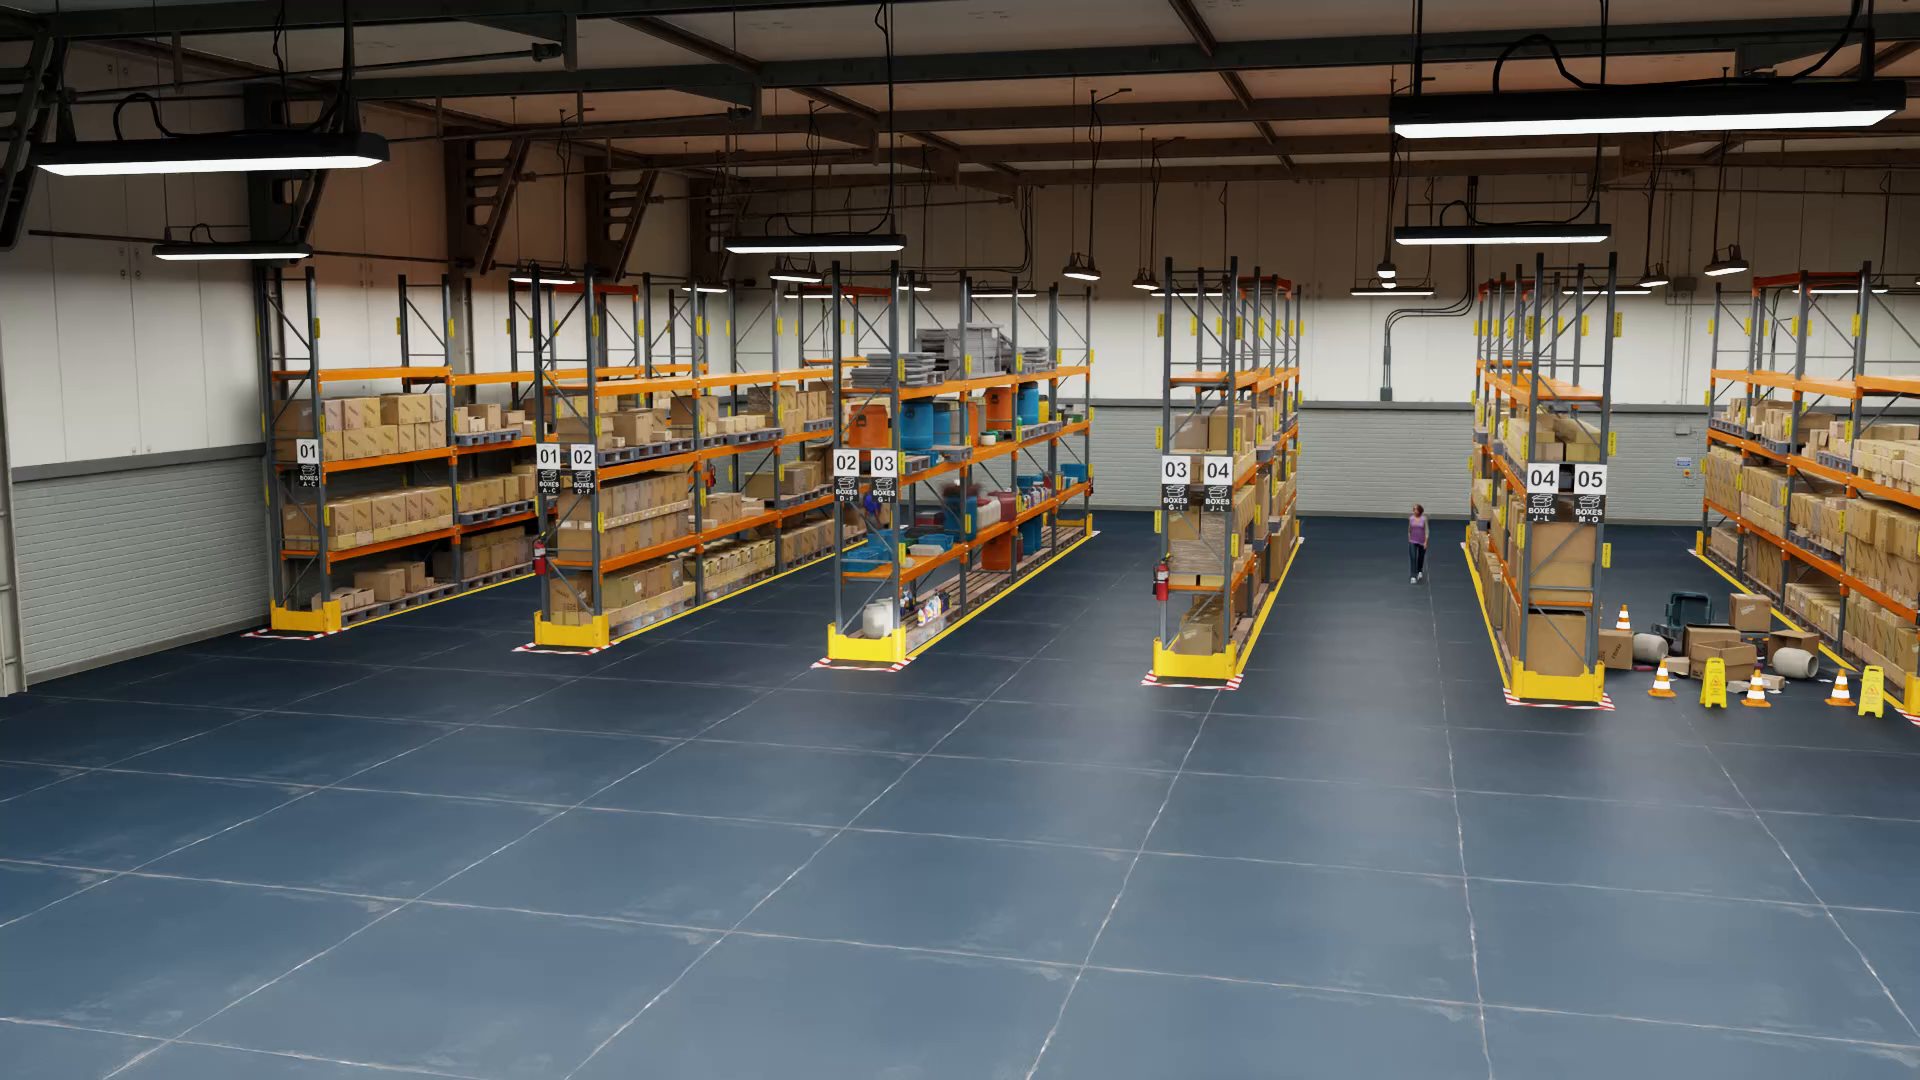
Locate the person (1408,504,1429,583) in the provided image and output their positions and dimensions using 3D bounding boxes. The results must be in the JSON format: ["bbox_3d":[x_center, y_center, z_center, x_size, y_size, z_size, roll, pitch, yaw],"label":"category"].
[{"bbox_3d":[9.061,0.050,32.863,0.394,1.540,0.972,2,7,13],"label":"person"}]

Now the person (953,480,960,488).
[{"bbox_3d":[-0.059,-0.459,36.175,0.656,1.701,1.050,2,8,17],"label":"person"}]

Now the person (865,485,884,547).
[{"bbox_3d":[-1.922,-0.391,36.101,0.461,1.658,0.502,-5,9,-37],"label":"person"}]

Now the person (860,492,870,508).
[{"bbox_3d":[-2.301,-1.231,43.009,0.836,1.636,0.564,1,7,7],"label":"person"}]
